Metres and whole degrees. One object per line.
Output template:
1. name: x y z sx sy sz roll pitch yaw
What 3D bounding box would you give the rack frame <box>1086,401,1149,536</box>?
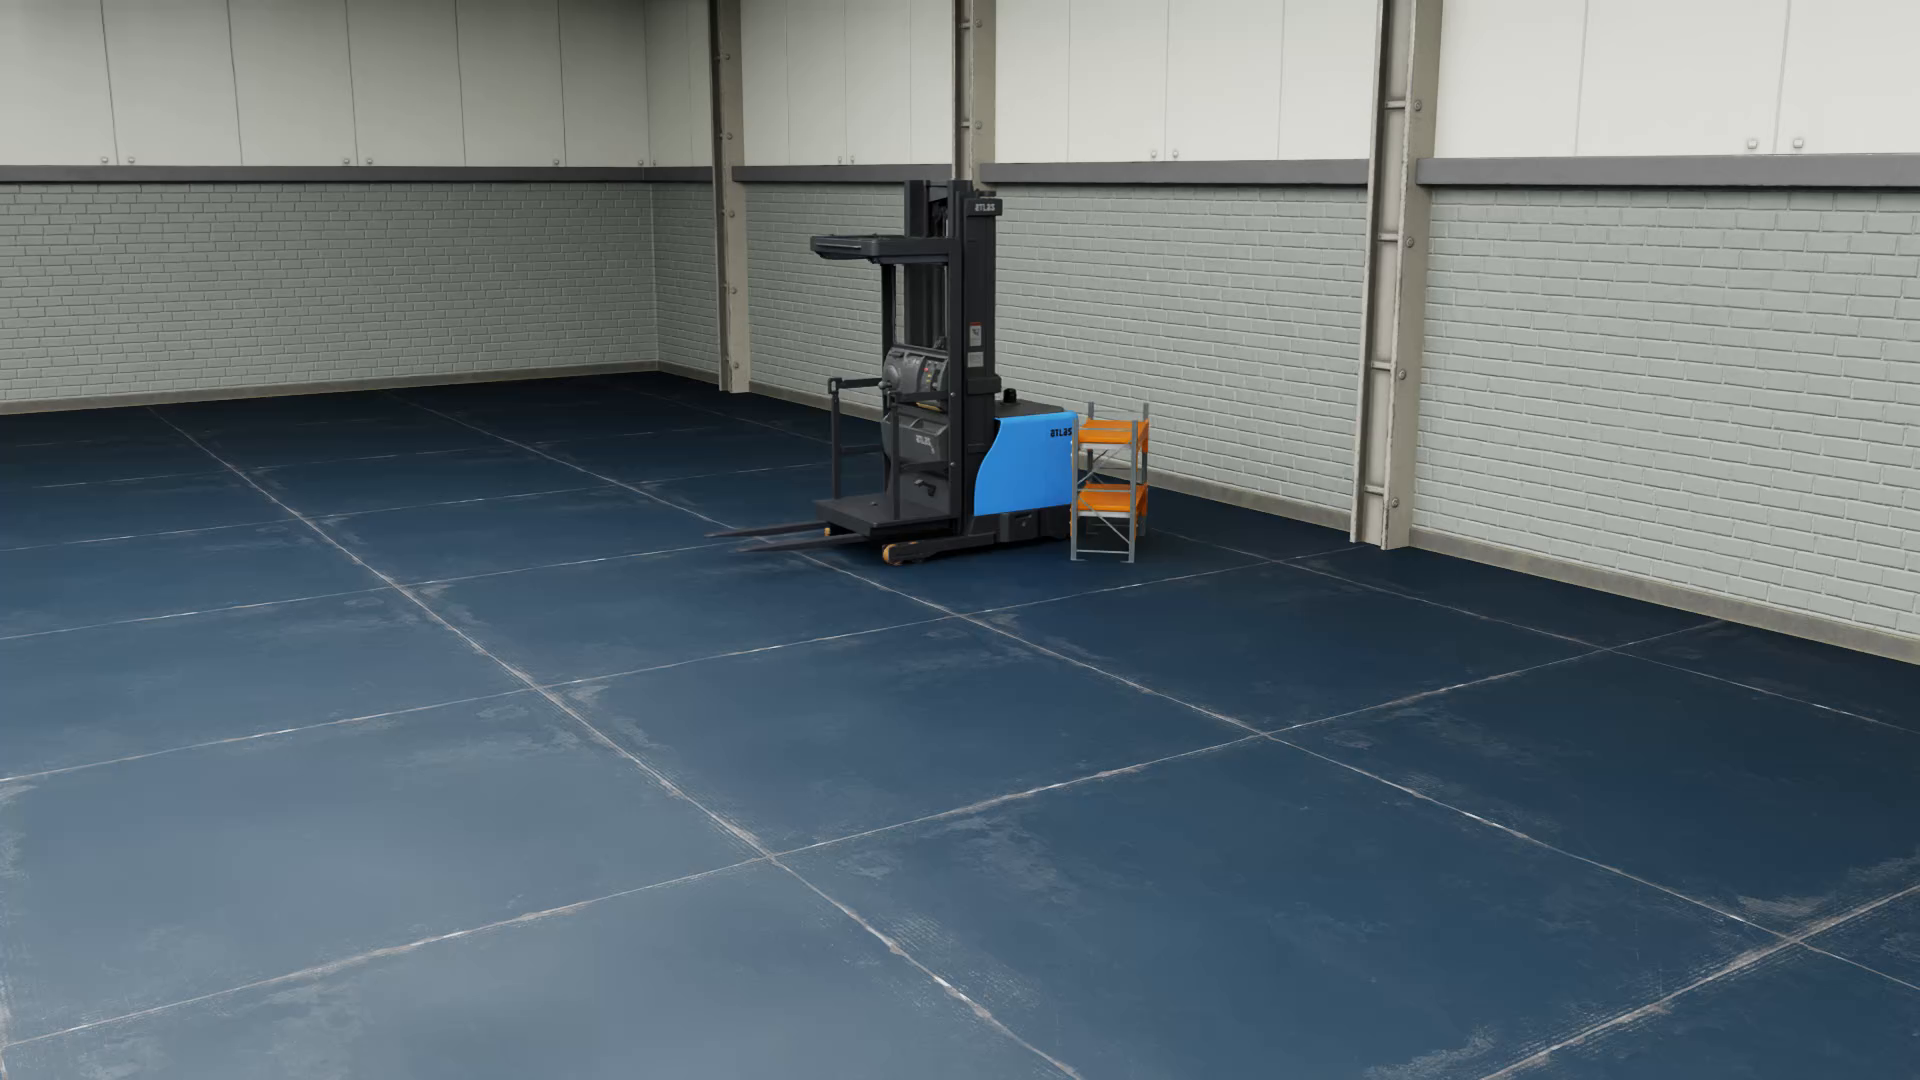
1. rack frame: 1.318 -0.596 13.954 0.500 1.125 0.032 2 13 11

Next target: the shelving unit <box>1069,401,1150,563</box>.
1. shelving unit: 1.221 -0.489 13.466 0.538 1.125 1.048 2 13 11

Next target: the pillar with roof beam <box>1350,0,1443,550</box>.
1. pillar with roof beam: -0.113 -3.859 10.445 9.100 9.000 0.400 -8 15 -33

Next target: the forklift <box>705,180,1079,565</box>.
1. forklift: -0.534 -1.362 13.229 3.031 2.935 1.130 -7 14 -31

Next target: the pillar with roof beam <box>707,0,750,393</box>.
1. pillar with roof beam: -6.762 -5.993 20.205 9.100 9.000 0.400 -8 15 -33

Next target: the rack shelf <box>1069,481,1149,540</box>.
1. rack shelf: 1.221 -0.250 13.518 0.538 0.278 1.000 2 13 11

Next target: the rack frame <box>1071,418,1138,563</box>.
1. rack frame: 1.124 -0.383 12.979 0.500 1.125 0.032 2 13 11

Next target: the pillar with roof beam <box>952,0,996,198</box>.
1. pillar with roof beam: -3.437 -4.926 15.325 9.100 9.000 0.400 -8 15 -33

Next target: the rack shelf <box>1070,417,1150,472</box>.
1. rack shelf: 1.221 -0.775 13.404 0.538 0.278 1.000 2 13 11
